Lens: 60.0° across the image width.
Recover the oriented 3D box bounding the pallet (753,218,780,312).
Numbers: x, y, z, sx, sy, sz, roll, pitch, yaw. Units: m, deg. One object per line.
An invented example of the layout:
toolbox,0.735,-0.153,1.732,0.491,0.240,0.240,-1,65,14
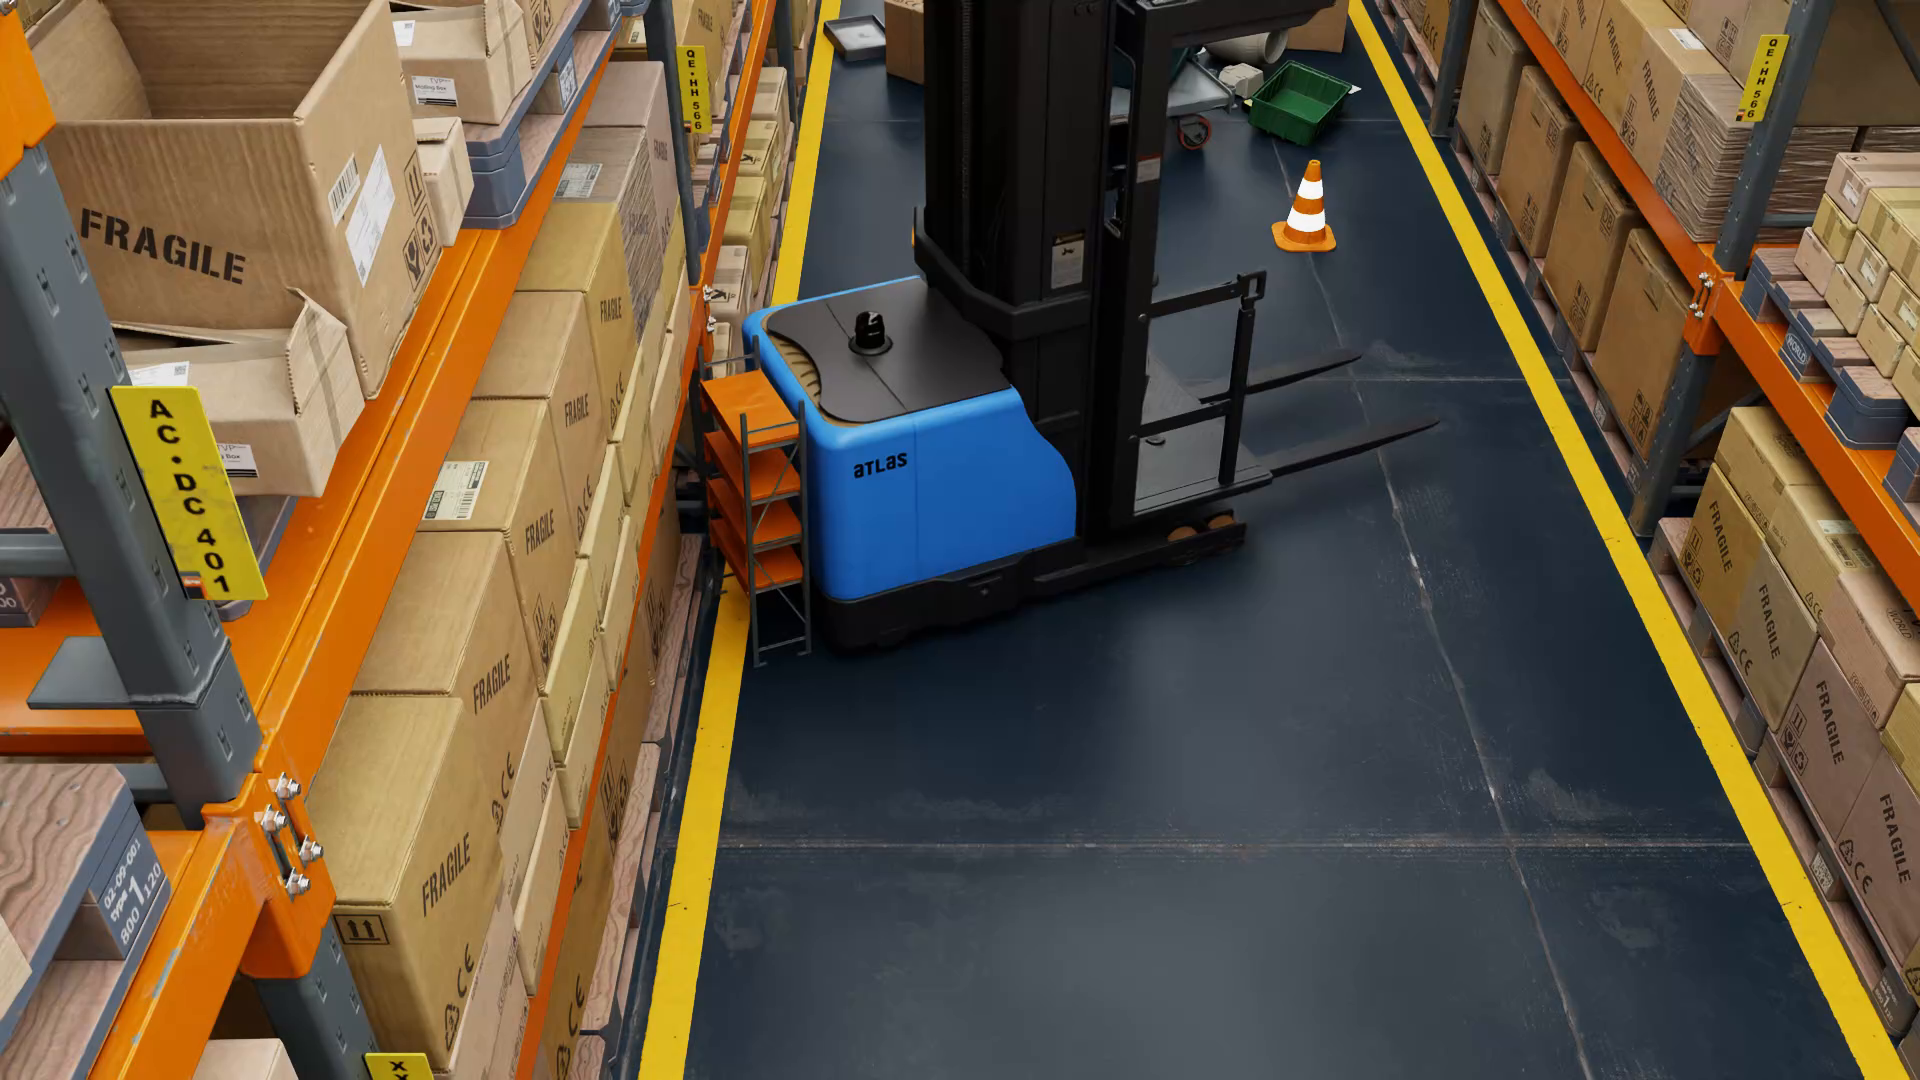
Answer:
pallet,-1.498,-1.310,8.716,1.003,0.211,1.213,0,39,0

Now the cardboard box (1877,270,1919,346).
cardboard box,3.255,-0.758,5.424,0.380,0.149,0.250,-1,39,-1

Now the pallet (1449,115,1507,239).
pallet,3.521,-2.146,9.759,1.003,0.211,1.213,0,39,0

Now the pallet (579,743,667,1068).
pallet,-1.576,1.194,5.591,1.003,0.211,1.213,0,39,0

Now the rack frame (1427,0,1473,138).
rack frame,3.445,-3.716,9.489,1.000,3.000,0.127,0,39,0

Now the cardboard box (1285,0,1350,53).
cardboard box,2.417,-3.712,11.480,0.500,0.500,0.500,6,39,8

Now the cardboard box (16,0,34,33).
cardboard box,-6.161,-3.232,10.348,0.500,0.250,0.500,0,39,0

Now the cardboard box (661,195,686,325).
cardboard box,-1.246,-0.982,5.797,0.500,0.250,0.500,0,39,0

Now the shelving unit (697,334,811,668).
shelving unit,-0.791,-0.135,6.451,0.258,1.200,0.503,-14,41,-21

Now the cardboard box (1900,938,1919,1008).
cardboard box,3.201,1.314,4.874,0.500,0.500,0.500,-1,39,-1

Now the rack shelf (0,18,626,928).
rack shelf,-1.498,-0.787,4.010,1.077,0.370,4.000,0,39,0

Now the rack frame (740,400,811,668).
rack frame,-0.688,0.003,6.278,0.240,1.200,0.015,-14,41,-21

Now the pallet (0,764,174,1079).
pallet,-1.505,0.729,1.614,1.003,0.211,1.213,0,39,0

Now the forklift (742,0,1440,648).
forklift,0.673,-1.321,6.554,3.031,2.935,1.130,-16,41,-19

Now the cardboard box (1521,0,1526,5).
cardboard box,3.178,-3.111,8.653,0.500,0.500,0.500,0,39,0

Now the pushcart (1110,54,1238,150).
pushcart,0.775,-2.659,10.267,1.648,0.377,0.936,-13,40,-16

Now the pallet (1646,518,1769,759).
pallet,3.449,0.362,6.630,1.003,0.211,1.213,0,39,0

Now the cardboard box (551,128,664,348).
cardboard box,-1.229,-0.934,5.137,0.500,0.500,0.500,1,39,1

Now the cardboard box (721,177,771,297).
cardboard box,-1.495,-1.576,8.583,0.950,0.372,0.625,1,39,1

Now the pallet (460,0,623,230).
pallet,-1.442,-1.143,4.030,1.003,0.211,1.213,2,39,2

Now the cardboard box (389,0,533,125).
cardboard box,-1.148,-1.072,3.562,0.396,0.266,0.258,3,39,4

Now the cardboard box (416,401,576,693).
cardboard box,-1.235,0.017,3.951,0.500,0.500,0.500,-1,39,-1

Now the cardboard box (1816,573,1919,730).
cardboard box,3.197,0.362,5.463,0.500,0.250,0.500,0,39,0

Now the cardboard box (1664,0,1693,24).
cardboard box,3.454,-2.562,7.169,0.700,0.500,0.500,-1,39,-1

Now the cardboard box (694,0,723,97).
cardboard box,-1.277,-2.075,6.787,0.500,0.500,0.500,2,39,2

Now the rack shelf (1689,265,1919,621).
rack shelf,3.452,0.316,5.032,1.077,0.370,4.000,0,39,0

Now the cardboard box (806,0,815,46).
cardboard box,-1.248,-3.444,11.011,0.500,0.250,0.500,2,39,3

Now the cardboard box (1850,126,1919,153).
cardboard box,3.719,-1.535,6.687,0.500,0.500,0.500,0,39,0

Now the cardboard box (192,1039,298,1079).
cardboard box,-1.177,0.863,2.376,0.380,0.149,0.250,-1,39,-1

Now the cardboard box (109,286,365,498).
cardboard box,-1.146,-0.242,2.526,0.396,0.266,0.258,0,39,0

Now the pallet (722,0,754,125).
pallet,-1.544,-2.311,7.889,1.003,0.211,1.213,0,39,0

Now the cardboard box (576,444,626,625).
cardboard box,-1.220,-0.017,4.592,0.500,0.250,0.500,-1,39,-1

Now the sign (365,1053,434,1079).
sign,-0.941,0.983,2.869,0.100,0.325,0.005,0,39,0

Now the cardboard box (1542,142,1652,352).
cardboard box,3.534,-1.429,8.097,1.050,0.750,0.750,1,39,1

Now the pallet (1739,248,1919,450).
pallet,3.557,-0.695,5.872,1.213,0.211,1.003,0,39,0

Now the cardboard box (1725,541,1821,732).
cardboard box,3.199,0.353,6.073,0.500,0.500,0.500,0,39,0

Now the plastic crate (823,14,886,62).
plastic crate,-0.687,-3.493,11.544,0.402,0.080,0.583,-13,40,-16

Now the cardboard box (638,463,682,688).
cardboard box,-1.583,-0.051,6.278,0.875,0.875,0.875,0,39,0

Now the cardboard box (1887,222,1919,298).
cardboard box,3.255,-0.902,5.367,0.380,0.149,0.250,0,39,0

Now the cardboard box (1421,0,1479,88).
cardboard box,3.514,-3.445,10.513,0.875,0.875,0.875,1,39,1

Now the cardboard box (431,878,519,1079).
cardboard box,-1.214,0.941,3.397,0.500,0.250,0.500,-1,39,-1

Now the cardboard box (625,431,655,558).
cardboard box,-1.239,-0.139,5.145,0.500,0.250,0.500,0,39,-1

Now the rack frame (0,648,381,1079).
rack frame,-1.496,1.353,3.163,1.000,3.000,0.127,0,39,0

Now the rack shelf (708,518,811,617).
rack shelf,-0.801,0.075,6.614,0.258,0.148,0.480,-14,41,-21

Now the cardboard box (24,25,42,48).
cardboard box,-6.138,-3.037,10.505,0.500,0.250,0.500,0,39,0

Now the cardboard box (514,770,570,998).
cardboard box,-1.234,0.813,3.957,0.500,0.250,0.500,-1,39,-1

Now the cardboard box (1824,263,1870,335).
cardboard box,3.248,-0.833,5.756,0.380,0.149,0.250,2,39,2

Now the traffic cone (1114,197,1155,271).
traffic cone,0.897,-1.705,9.007,0.336,0.463,0.334,0,39,0

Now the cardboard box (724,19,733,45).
cardboard box,-1.268,-2.428,7.746,0.380,0.149,0.250,1,39,1

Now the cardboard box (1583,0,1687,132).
cardboard box,3.181,-2.160,7.467,0.500,0.500,0.500,-1,39,-1

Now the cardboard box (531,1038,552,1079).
cardboard box,-1.577,1.631,4.180,0.875,0.875,0.875,1,39,1

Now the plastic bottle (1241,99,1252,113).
plastic bottle,1.935,-2.741,10.622,0.133,0.061,0.283,-20,43,-23
